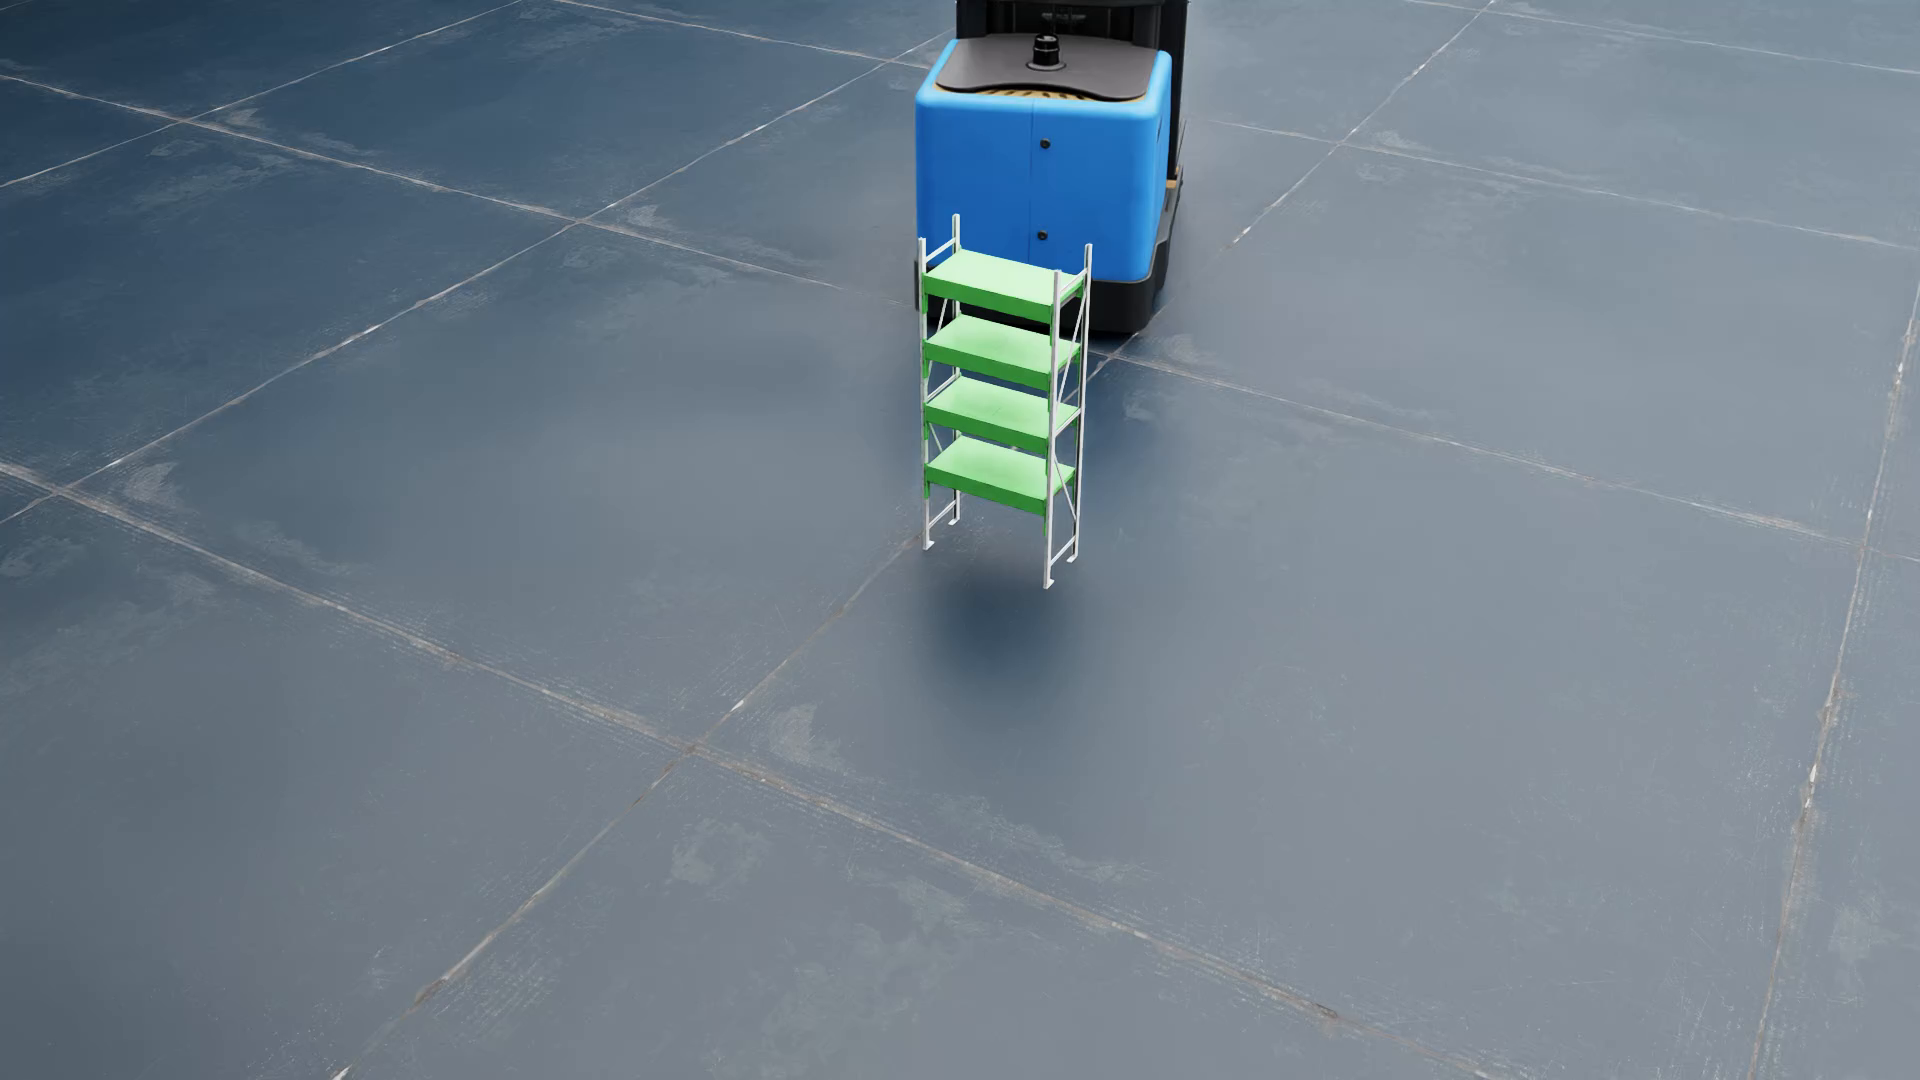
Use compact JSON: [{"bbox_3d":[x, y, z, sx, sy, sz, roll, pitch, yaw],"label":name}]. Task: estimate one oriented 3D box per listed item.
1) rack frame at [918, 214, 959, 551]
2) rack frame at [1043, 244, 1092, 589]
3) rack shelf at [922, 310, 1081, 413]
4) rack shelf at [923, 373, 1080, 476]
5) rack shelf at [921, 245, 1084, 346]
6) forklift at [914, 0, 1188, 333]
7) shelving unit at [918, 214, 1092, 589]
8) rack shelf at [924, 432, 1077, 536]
[{"bbox_3d":[-0.068,-0.521,5.751,0.015,1.200,0.240,18,37,24],"label":"rack frame"},{"bbox_3d":[0.356,-0.387,5.549,0.015,1.200,0.240,18,37,24],"label":"rack frame"},{"bbox_3d":[0.144,-0.600,5.552,0.480,0.148,0.258,18,37,24],"label":"rack shelf"},{"bbox_3d":[0.144,-0.401,5.685,0.480,0.148,0.258,18,37,24],"label":"rack shelf"},{"bbox_3d":[0.144,-0.800,5.419,0.480,0.148,0.258,18,37,24],"label":"rack shelf"},{"bbox_3d":[0.568,-2.936,7.815,1.130,2.935,3.031,6,34,9],"label":"forklift"},{"bbox_3d":[0.144,-0.454,5.650,0.503,1.200,0.258,18,37,24],"label":"shelving unit"},{"bbox_3d":[0.144,-0.201,5.818,0.480,0.148,0.258,18,37,24],"label":"rack shelf"}]
